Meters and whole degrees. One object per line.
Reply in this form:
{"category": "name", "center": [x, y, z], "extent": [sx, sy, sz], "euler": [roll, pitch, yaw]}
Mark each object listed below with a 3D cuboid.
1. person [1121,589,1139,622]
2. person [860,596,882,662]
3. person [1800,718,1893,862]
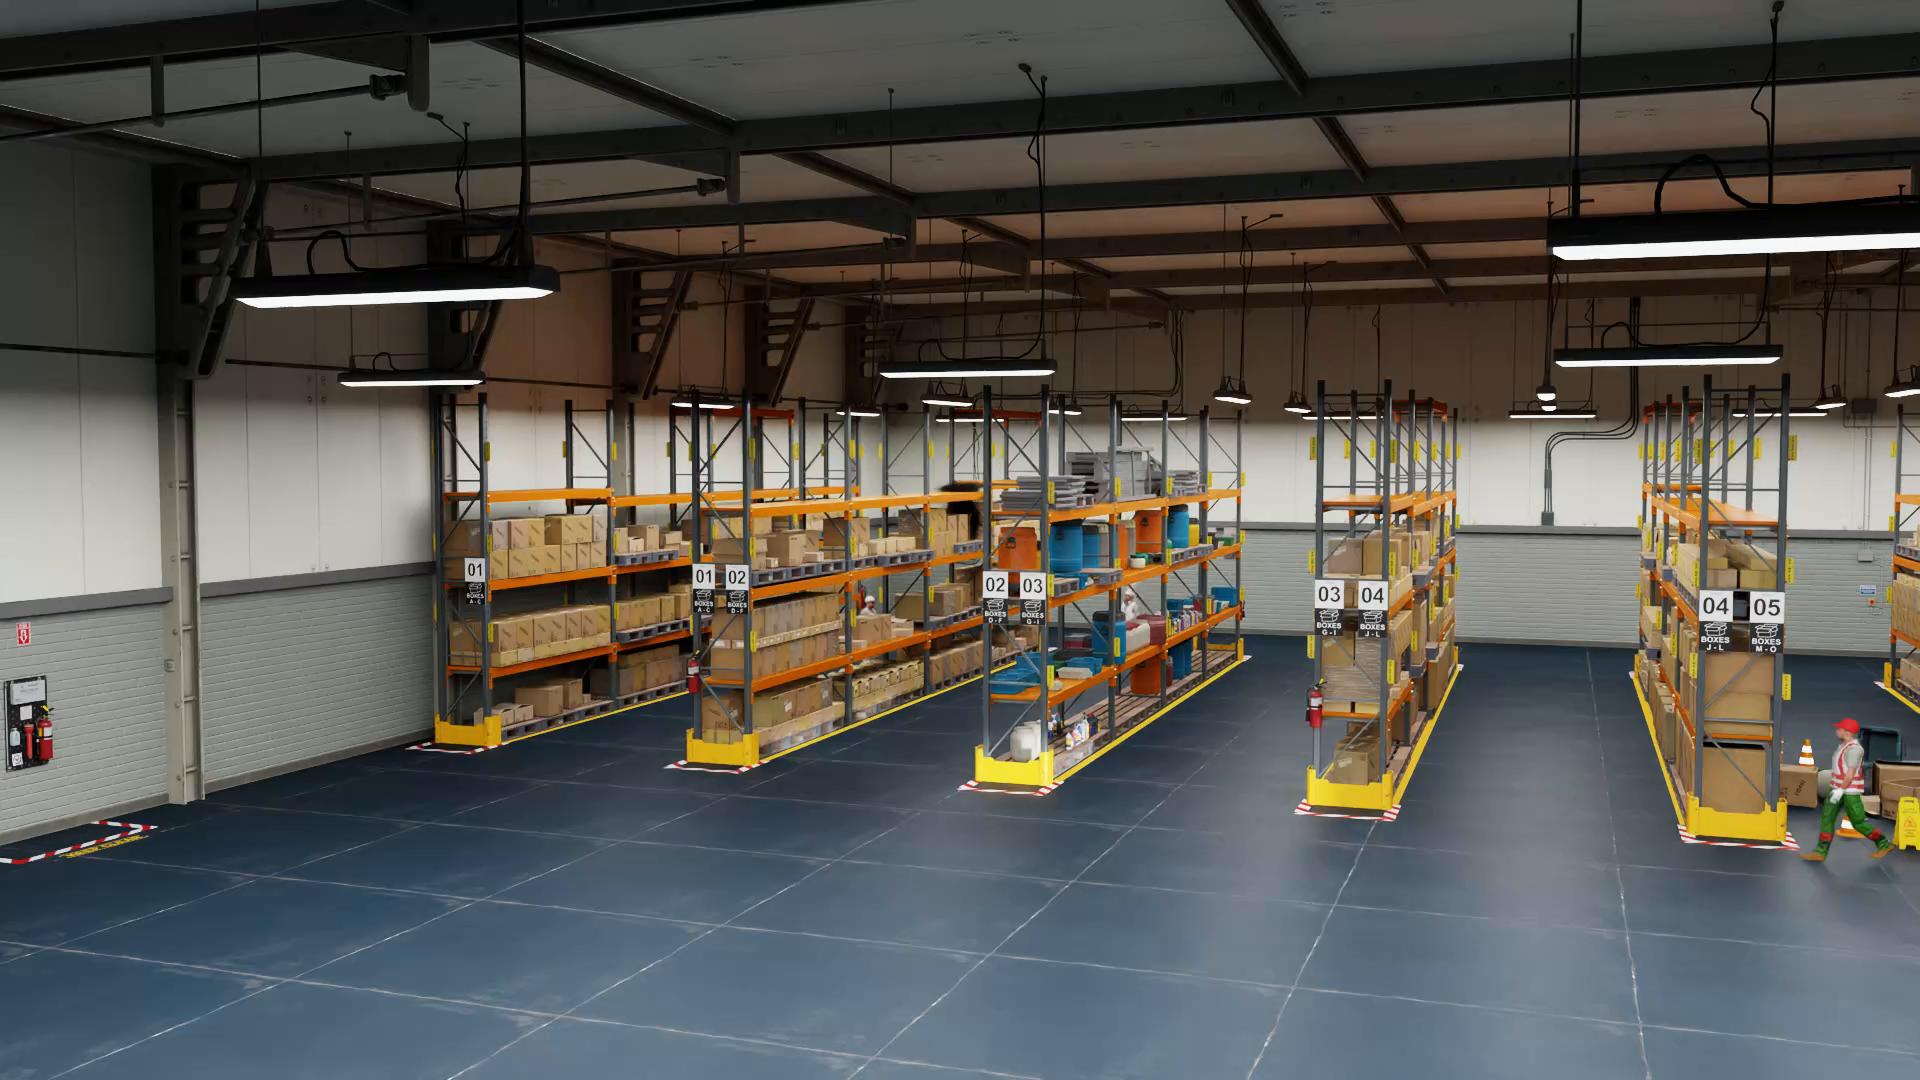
{"category": "person", "center": [3.943, 2.029, 38.880], "extent": [0.549, 1.751, 0.992], "euler": [1, 3, 24]}
{"category": "person", "center": [-1.967, 2.131, 36.516], "extent": [0.379, 1.810, 0.611], "euler": [2, 4, 36]}
{"category": "person", "center": [10.785, 3.046, 20.172], "extent": [1.017, 1.765, 0.488], "euler": [0, 3, -5]}
